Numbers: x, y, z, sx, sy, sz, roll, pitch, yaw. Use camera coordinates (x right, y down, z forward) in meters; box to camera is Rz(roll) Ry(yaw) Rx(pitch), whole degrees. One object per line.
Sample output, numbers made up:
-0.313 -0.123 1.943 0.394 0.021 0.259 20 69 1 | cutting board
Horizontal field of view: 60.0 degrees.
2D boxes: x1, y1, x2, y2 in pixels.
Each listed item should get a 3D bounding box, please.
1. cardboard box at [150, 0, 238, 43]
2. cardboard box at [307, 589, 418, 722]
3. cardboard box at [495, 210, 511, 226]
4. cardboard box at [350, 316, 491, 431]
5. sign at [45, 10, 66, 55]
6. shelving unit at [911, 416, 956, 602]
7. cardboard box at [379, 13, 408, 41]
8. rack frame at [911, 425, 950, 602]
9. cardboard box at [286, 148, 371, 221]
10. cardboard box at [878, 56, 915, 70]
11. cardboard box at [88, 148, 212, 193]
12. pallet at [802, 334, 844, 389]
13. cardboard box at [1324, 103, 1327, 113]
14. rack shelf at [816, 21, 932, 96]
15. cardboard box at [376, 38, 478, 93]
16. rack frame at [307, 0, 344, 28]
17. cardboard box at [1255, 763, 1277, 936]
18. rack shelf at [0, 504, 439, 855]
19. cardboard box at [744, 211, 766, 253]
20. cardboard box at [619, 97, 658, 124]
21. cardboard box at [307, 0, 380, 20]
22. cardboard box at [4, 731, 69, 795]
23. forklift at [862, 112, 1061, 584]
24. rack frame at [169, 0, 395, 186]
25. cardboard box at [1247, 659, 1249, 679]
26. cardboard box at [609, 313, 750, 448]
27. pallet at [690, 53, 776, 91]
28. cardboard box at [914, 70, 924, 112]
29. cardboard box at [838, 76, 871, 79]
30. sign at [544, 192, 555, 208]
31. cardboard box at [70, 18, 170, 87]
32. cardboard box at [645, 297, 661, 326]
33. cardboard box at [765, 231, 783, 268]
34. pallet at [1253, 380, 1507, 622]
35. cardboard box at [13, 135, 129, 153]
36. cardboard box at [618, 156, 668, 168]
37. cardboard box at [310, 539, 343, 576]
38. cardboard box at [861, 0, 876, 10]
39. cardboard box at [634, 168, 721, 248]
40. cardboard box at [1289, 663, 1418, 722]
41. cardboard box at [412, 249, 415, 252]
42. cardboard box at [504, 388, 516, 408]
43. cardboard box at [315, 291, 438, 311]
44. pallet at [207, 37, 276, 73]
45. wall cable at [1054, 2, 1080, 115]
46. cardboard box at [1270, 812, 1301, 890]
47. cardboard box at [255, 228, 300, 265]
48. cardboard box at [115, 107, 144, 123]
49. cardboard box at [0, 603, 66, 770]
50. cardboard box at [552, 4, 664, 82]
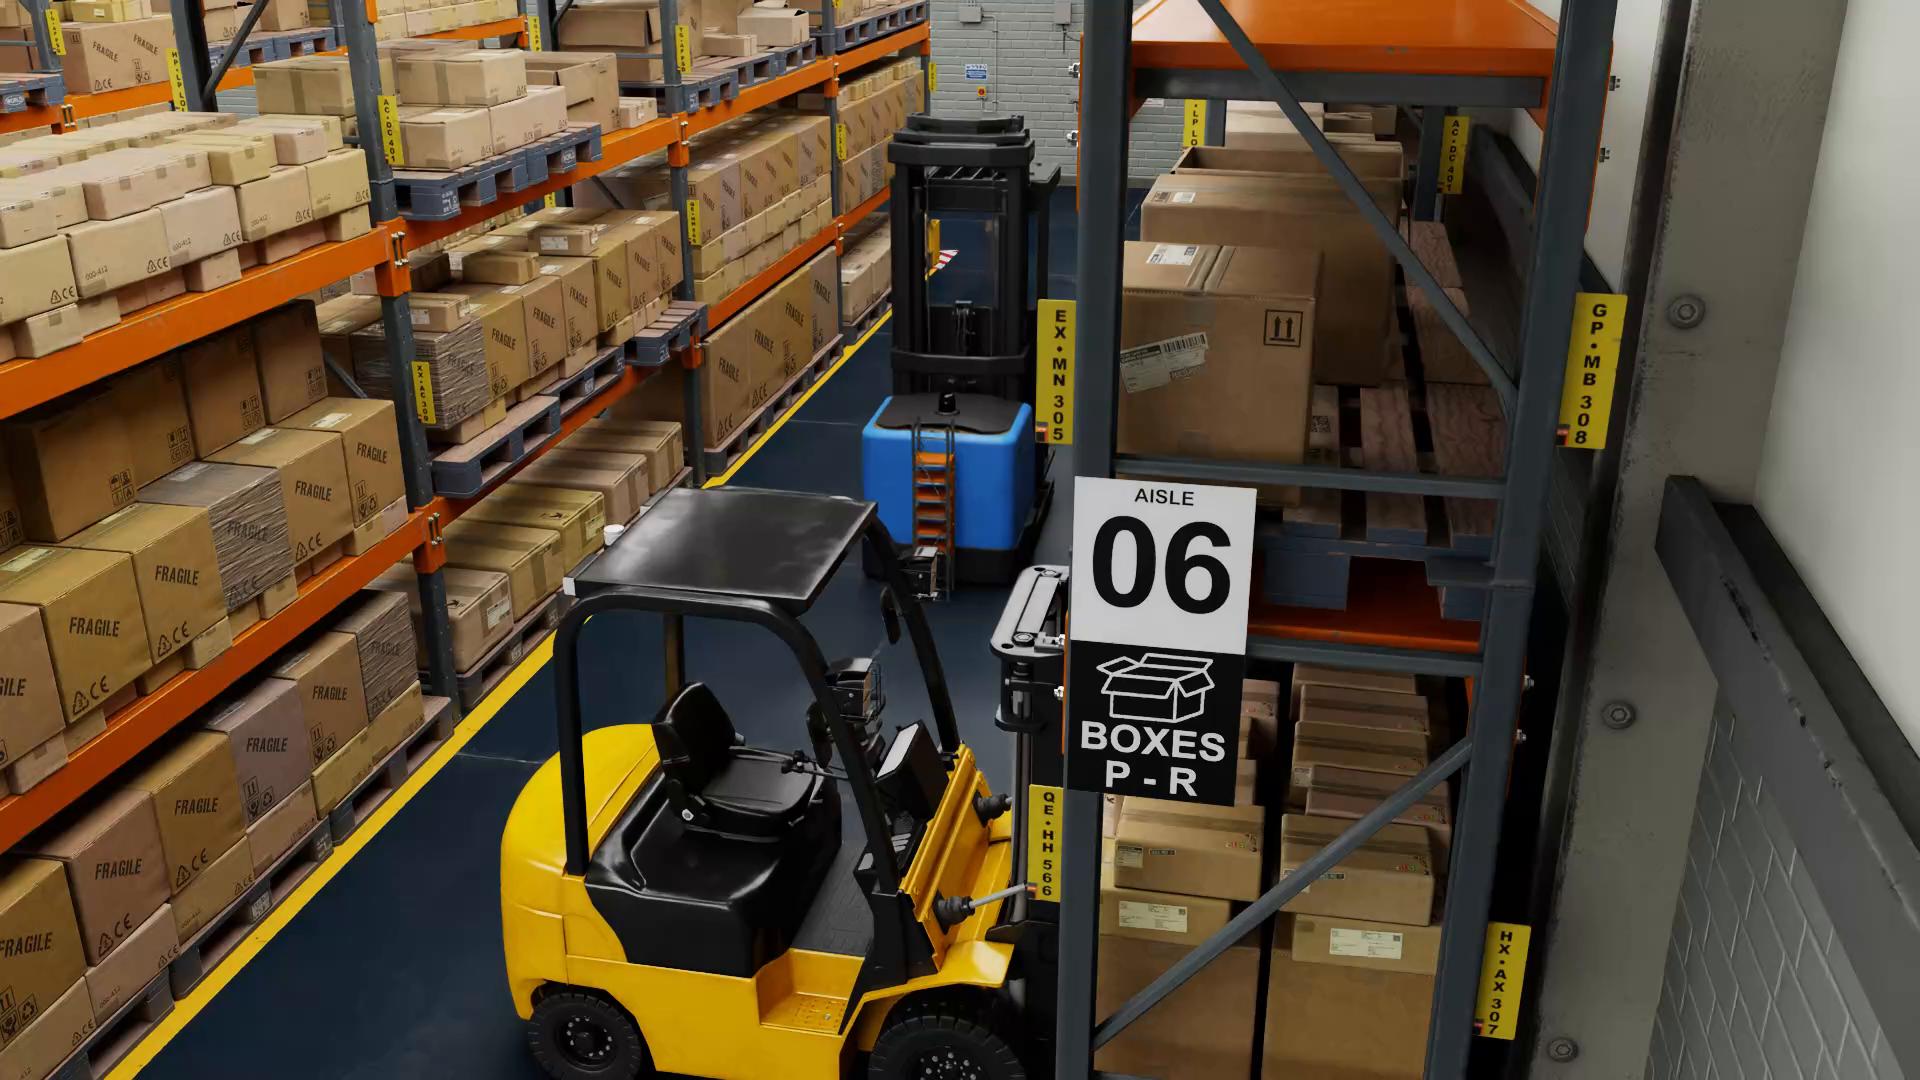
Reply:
-6.975 -4.740 14.892 0.797 0.503 0.637 4 22 10 | cardboard box
-3.155 0.575 8.526 0.500 0.500 0.500 4 22 10 | cardboard box
-5.611 -3.867 19.899 0.380 0.149 0.250 4 22 10 | cardboard box
-2.921 -0.924 9.037 0.500 0.500 0.500 5 22 12 | cardboard box
-6.806 -3.821 12.512 0.100 0.325 0.005 4 22 11 | sign
-0.170 -0.191 10.723 0.258 1.200 0.189 4 22 9 | shelving unit
-6.085 -5.316 17.223 0.500 0.250 0.500 4 22 10 | cardboard box
-0.186 -0.158 10.639 0.240 1.200 0.006 4 22 9 | rack frame
-3.124 -1.672 7.777 0.500 0.250 0.500 4 22 10 | cardboard box
-0.726 -5.448 19.025 0.380 0.149 0.250 5 22 12 | cardboard box
-3.346 -1.525 6.878 0.380 0.149 0.250 4 22 10 | cardboard box
-1.749 -1.739 15.889 1.003 0.211 1.213 4 22 11 | pallet
1.987 -2.721 9.750 0.700 0.500 0.500 4 22 10 | cardboard box
-1.257 -5.110 17.473 1.077 0.370 4.000 4 22 11 | rack shelf
-3.117 -2.740 9.596 0.500 0.250 0.500 5 22 12 | cardboard box
-6.532 -6.444 15.808 1.000 3.000 0.127 4 22 11 | rack frame
0.705 1.010 5.197 0.500 0.500 0.500 5 23 13 | cardboard box
-3.706 0.670 7.137 1.077 0.370 4.000 4 22 11 | rack shelf
-1.916 -2.557 13.718 0.500 0.250 0.500 4 22 11 | cardboard box
-2.340 -3.001 11.612 0.380 0.149 0.250 4 22 11 | cardboard box
-6.198 -5.372 16.694 0.500 0.250 0.500 5 23 13 | cardboard box
-3.574 0.803 6.182 0.380 0.149 0.250 5 22 12 | cardboard box
0.108 -1.589 11.875 1.130 2.935 3.031 4 22 9 | forklift
-3.297 -3.178 7.698 1.000 3.000 0.127 4 22 11 | rack frame
0.781 0.479 5.648 0.380 0.149 0.250 5 22 11 | cardboard box
-2.259 -1.313 13.381 0.875 0.875 0.875 4 22 10 | cardboard box
-2.176 -3.810 13.537 1.003 0.211 1.213 6 23 13 | pallet
-0.714 -5.099 19.027 0.500 0.500 0.500 5 23 13 | cardboard box
-1.135 -4.698 17.164 0.380 0.149 0.250 4 22 11 | cardboard box
-3.025 -2.436 12.337 0.100 0.325 0.005 4 22 11 | sign
-6.876 -4.008 13.641 0.500 0.500 0.500 4 22 11 | cardboard box
-2.309 -1.599 11.583 0.380 0.149 0.250 4 22 10 | cardboard box
-1.838 -2.509 14.269 0.500 0.250 0.500 4 22 11 | cardboard box
0.916 -0.162 4.343 1.003 0.211 1.213 4 22 11 | pallet
-3.848 -1.662 7.219 0.380 0.149 0.250 4 22 11 | cardboard box
-2.535 -2.765 13.232 0.500 0.500 0.500 5 22 12 | cardboard box
-3.238 0.044 8.066 0.380 0.149 0.250 5 22 11 | cardboard box
-1.203 -5.831 17.725 0.500 0.311 0.500 5 22 12 | cardboard box
-2.141 -2.530 12.647 0.500 0.500 0.500 4 22 9 | cardboard box
1.245 0.475 5.259 0.380 0.149 0.250 5 23 13 | cardboard box
-6.141 -3.112 18.023 0.380 0.149 0.250 4 22 10 | cardboard box
-2.833 -0.851 9.726 0.380 0.149 0.250 6 23 14 | cardboard box
-3.328 -1.142 9.579 0.500 0.500 0.500 5 22 11 | cardboard box
-6.970 -4.368 14.920 1.213 0.211 1.003 4 22 11 | pallet
1.670 -7.215 24.393 0.588 1.984 0.122 4 22 11 | wall cable
1.058 0.898 4.605 0.380 0.149 0.250 4 22 11 | cardboard box
-3.229 -1.350 7.511 0.380 0.149 0.250 5 22 11 | cardboard box
-10.494 -5.224 20.613 0.500 0.250 0.500 4 22 10 | cardboard box
-3.643 0.542 5.961 0.500 0.500 0.500 5 23 13 | cardboard box
-2.552 -3.641 12.164 0.797 0.503 0.637 3 22 8 | cardboard box
